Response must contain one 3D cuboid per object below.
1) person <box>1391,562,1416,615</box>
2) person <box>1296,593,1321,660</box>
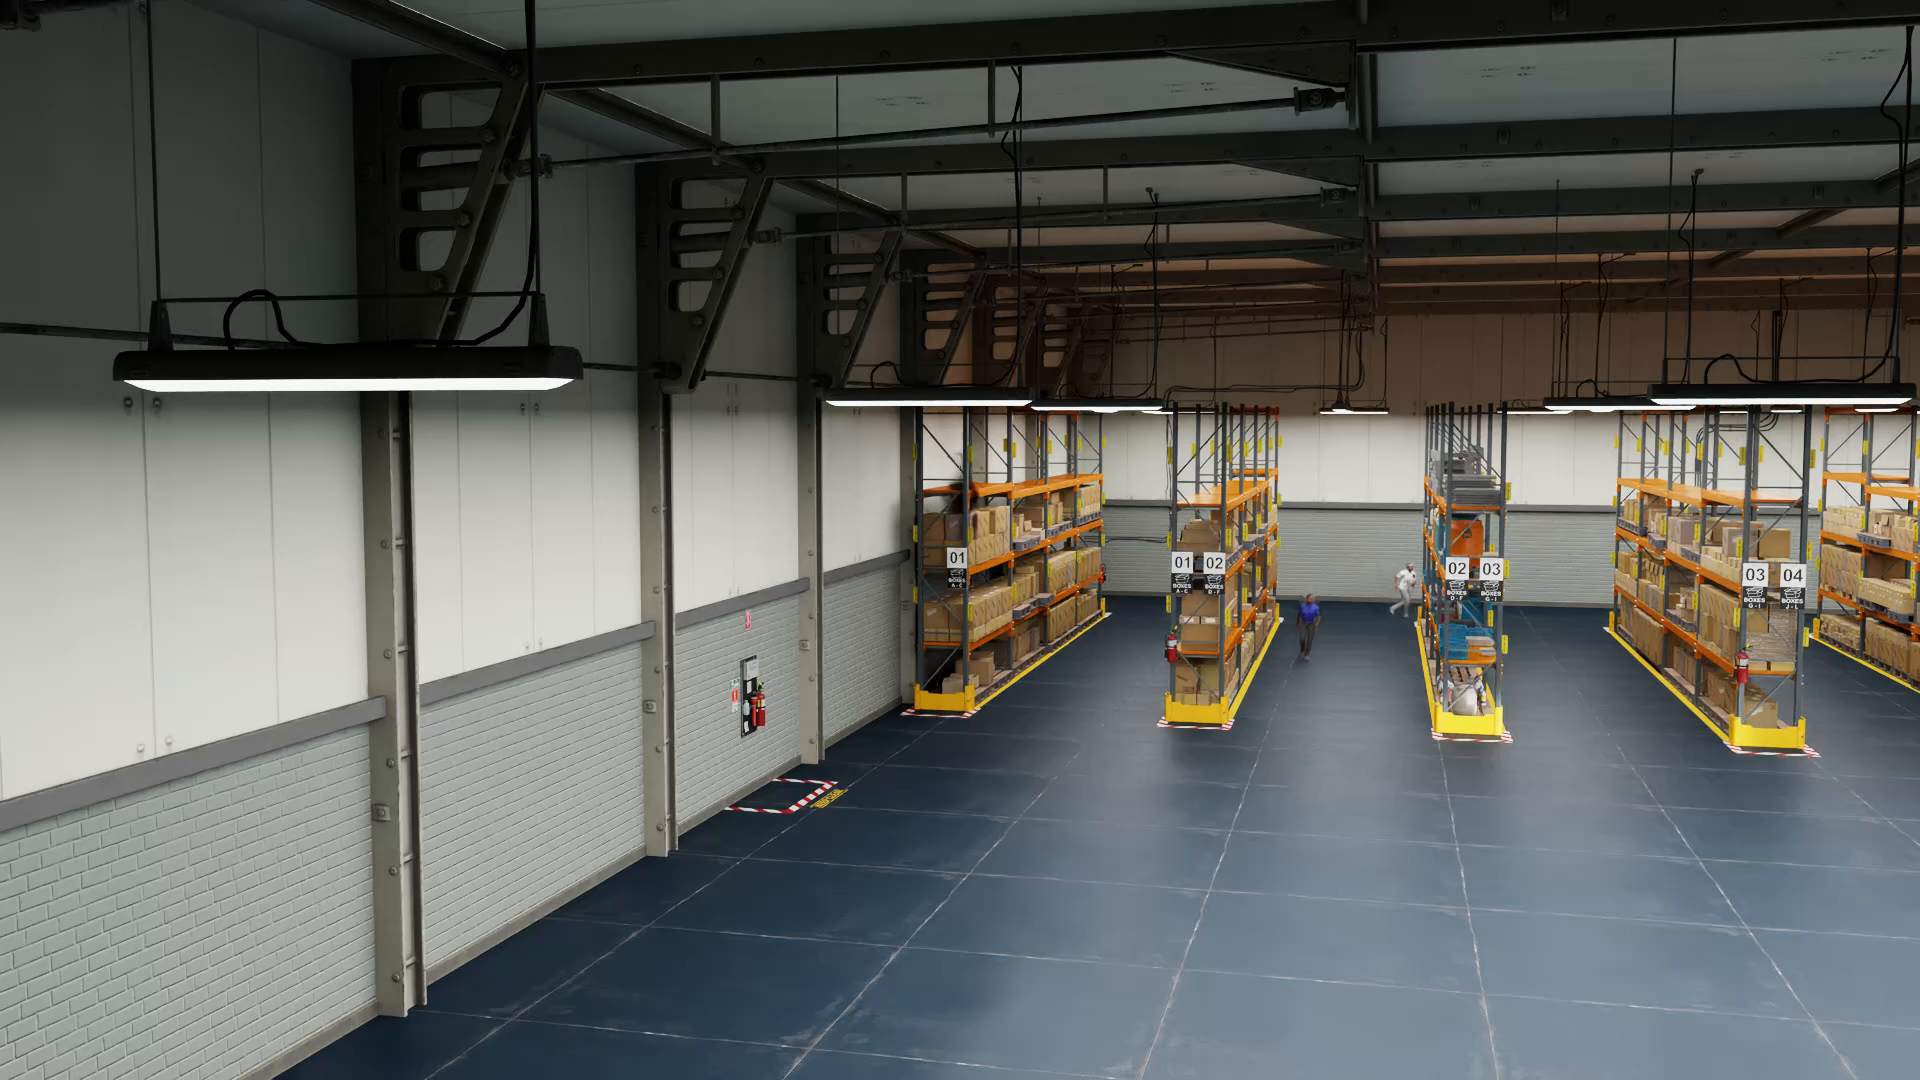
[{"bbox_3d":[12.695,1.378,47.602,0.694,1.527,0.592,-3,5,-38],"label":"person"},{"bbox_3d":[8.165,2.045,38.995,0.581,1.597,0.763,1,4,12],"label":"person"}]
